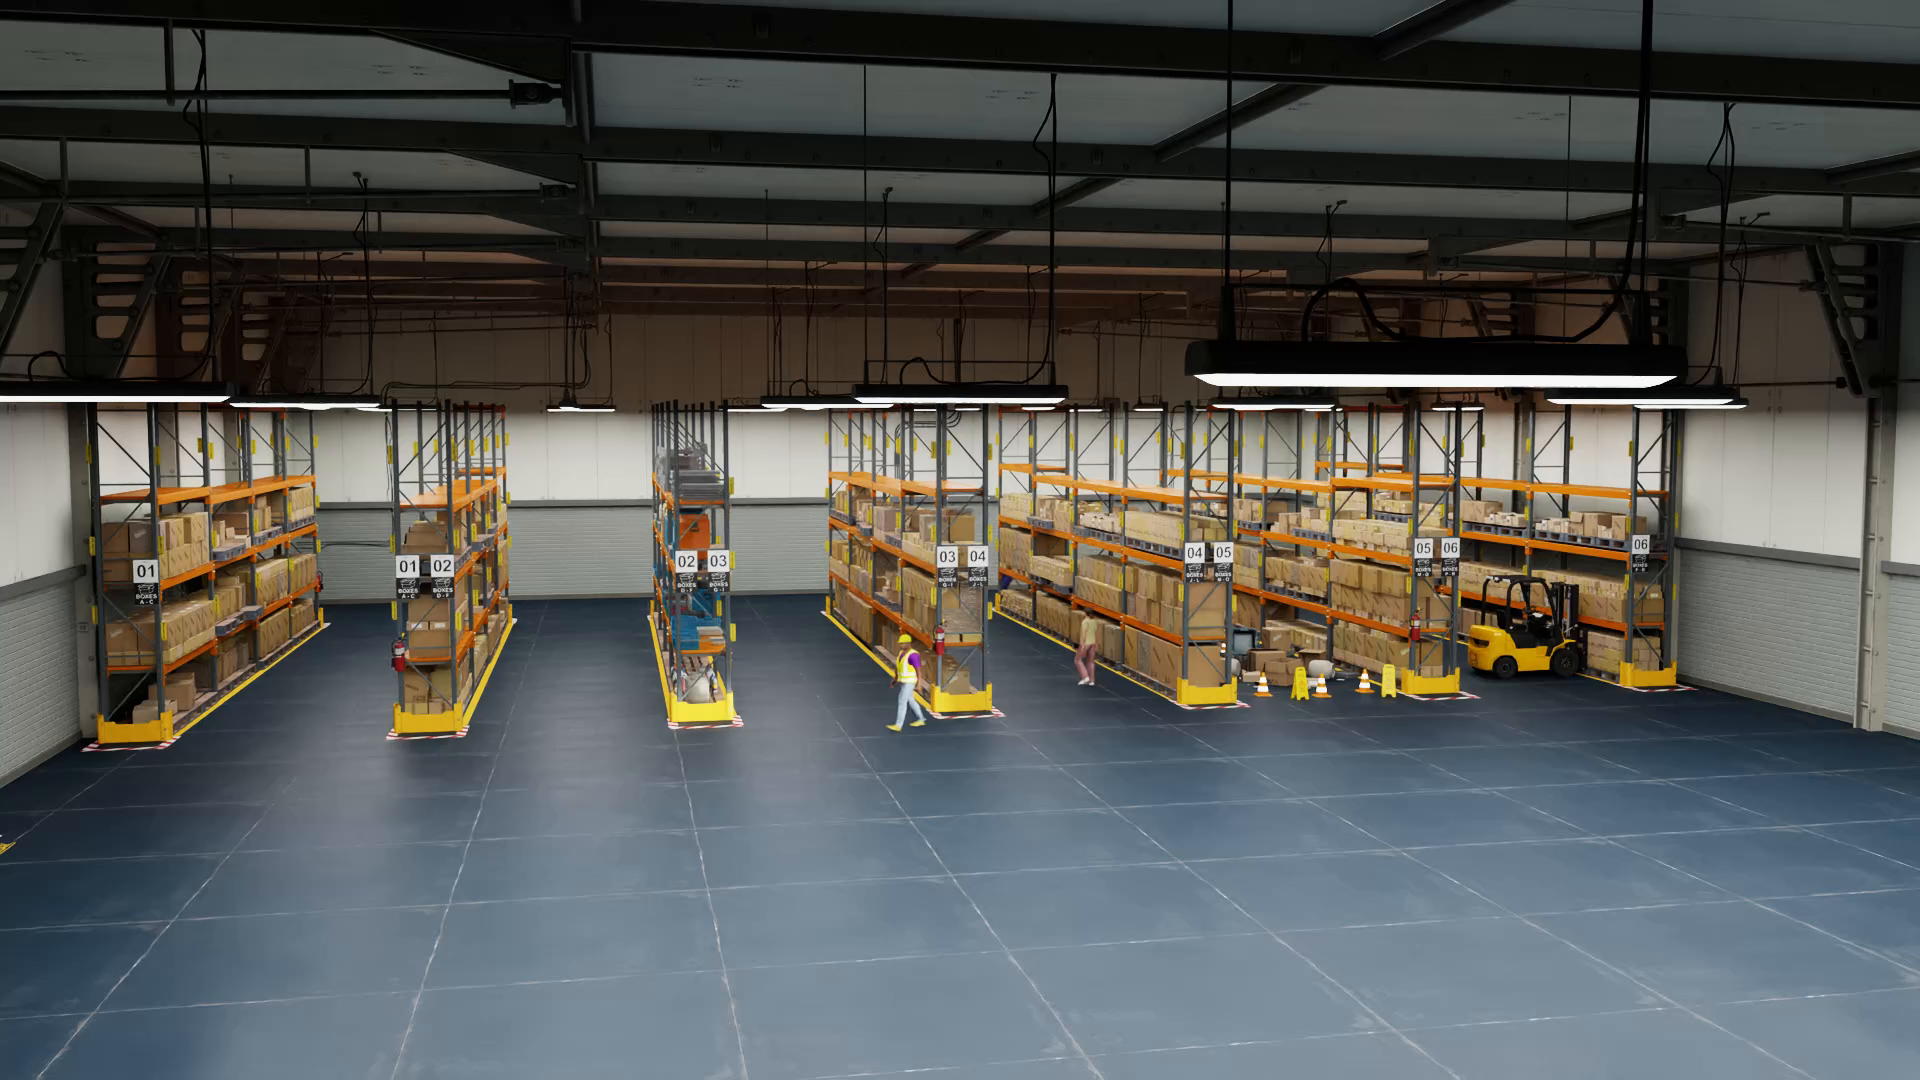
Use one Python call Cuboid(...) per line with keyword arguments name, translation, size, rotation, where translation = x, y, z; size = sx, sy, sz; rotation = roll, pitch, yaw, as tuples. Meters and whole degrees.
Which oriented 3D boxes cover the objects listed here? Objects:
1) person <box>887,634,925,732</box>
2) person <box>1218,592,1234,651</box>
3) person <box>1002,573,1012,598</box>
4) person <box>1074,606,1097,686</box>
Cuboid(name="person", translation=(-1.013, 2.579, 30.215), size=(0.911, 1.741, 0.568), rotation=(-2, 5, -28))
Cuboid(name="person", translation=(6.389, 1.835, 40.253), size=(0.575, 1.723, 0.548), rotation=(-1, 4, -11))
Cuboid(name="person", translation=(1.402, 1.111, 50.215), size=(0.725, 1.620, 0.476), rotation=(-4, 6, -43))
Cuboid(name="person", translation=(2.698, 2.241, 35.204), size=(0.491, 1.681, 0.399), rotation=(-4, 6, -41))
